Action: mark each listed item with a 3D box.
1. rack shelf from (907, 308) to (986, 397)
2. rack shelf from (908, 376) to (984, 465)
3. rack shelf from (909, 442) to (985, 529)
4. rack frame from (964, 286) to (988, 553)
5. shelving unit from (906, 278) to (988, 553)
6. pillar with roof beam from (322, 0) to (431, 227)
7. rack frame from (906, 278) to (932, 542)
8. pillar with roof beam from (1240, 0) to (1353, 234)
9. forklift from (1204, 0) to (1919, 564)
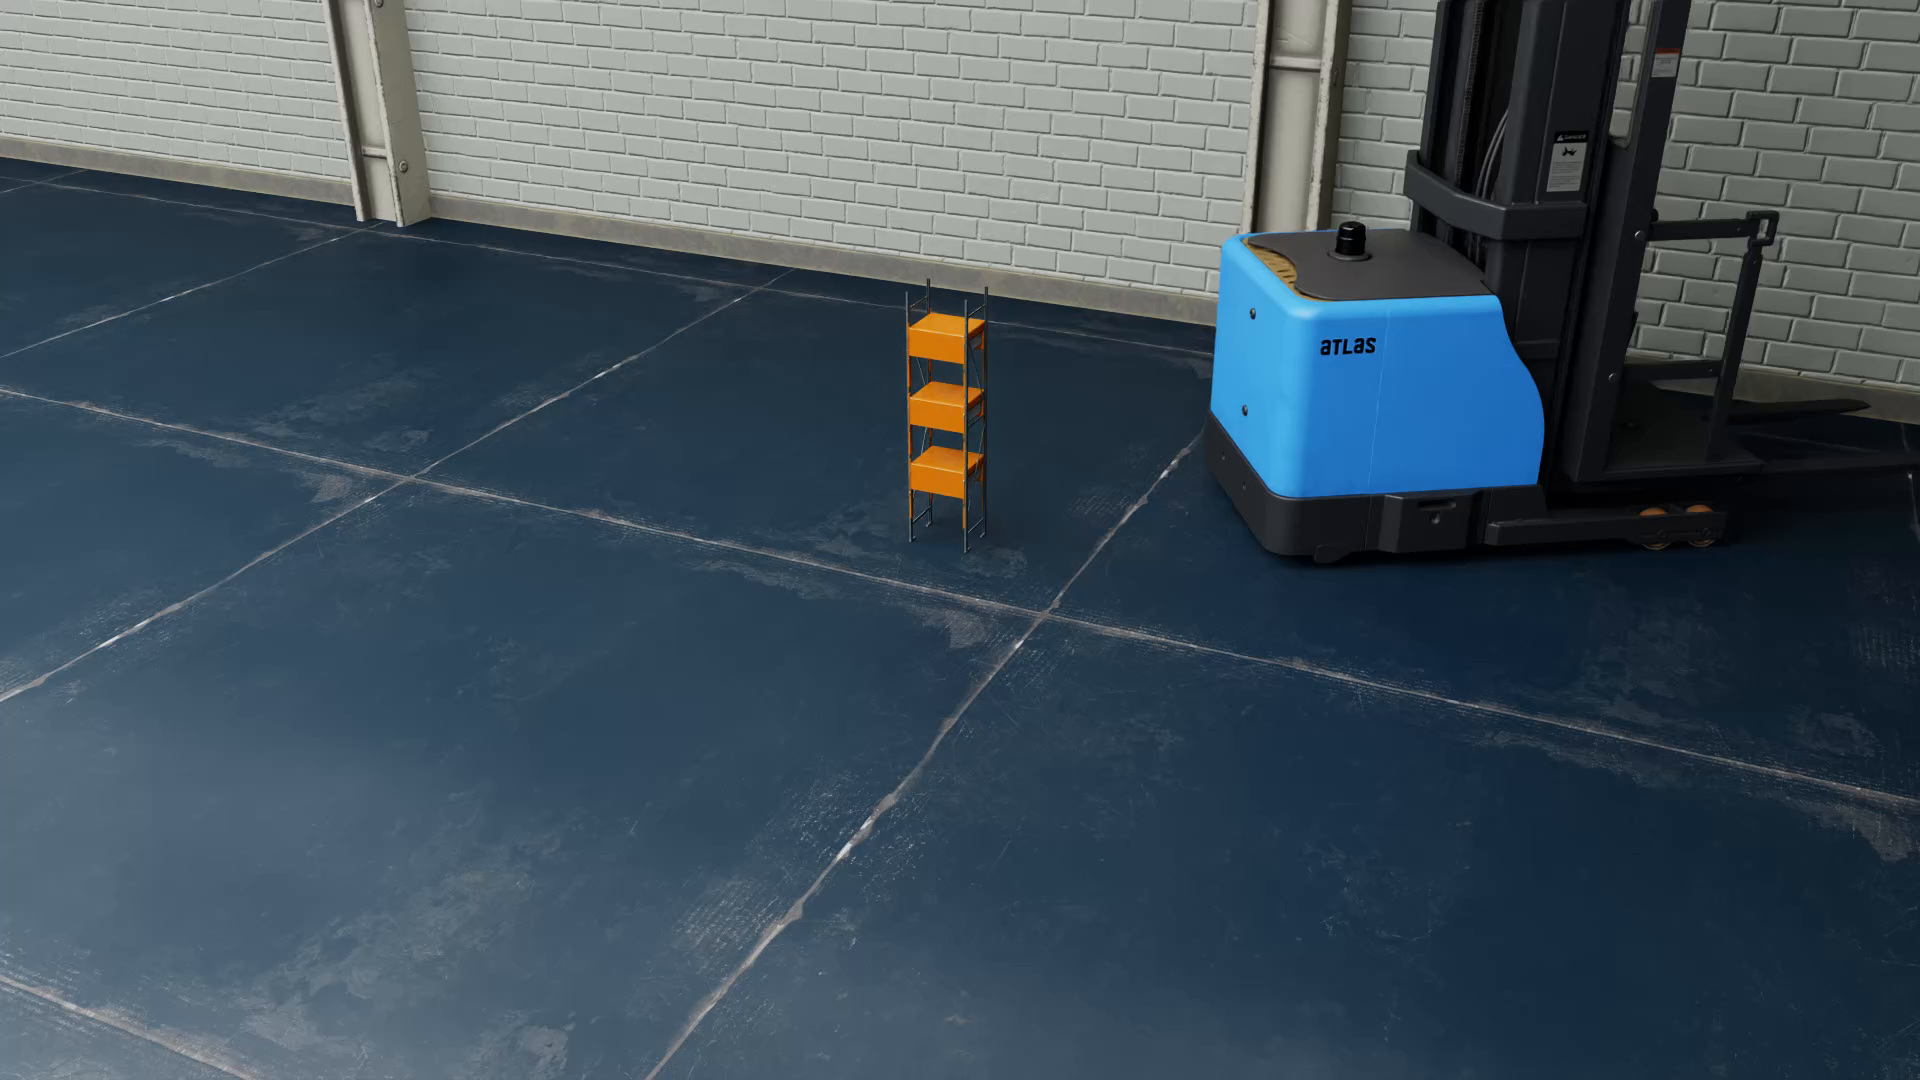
[{"bbox_3d":[-0.049,-0.726,6.417,0.240,0.259,0.215,11,28,22],"label":"rack shelf"},{"bbox_3d":[-0.049,-0.471,6.543,0.240,0.259,0.215,11,28,22],"label":"rack shelf"},{"bbox_3d":[-0.049,-0.222,6.665,0.240,0.259,0.215,11,28,22],"label":"rack shelf"},{"bbox_3d":[0.062,-0.458,6.493,0.008,1.050,0.200,11,28,22],"label":"rack frame"},{"bbox_3d":[-0.049,-0.481,6.538,0.252,1.050,0.215,11,28,22],"label":"shelving unit"},{"bbox_3d":[-5.557,-4.461,5.622,0.400,9.000,9.100,11,28,22],"label":"pillar with roof beam"},{"bbox_3d":[-0.160,-0.503,6.583,0.008,1.050,0.200,11,28,22],"label":"rack frame"},{"bbox_3d":[-0.095,-3.364,3.394,0.400,9.000,9.100,11,28,22],"label":"pillar with roof beam"},{"bbox_3d":[2.629,-1.504,6.486,3.031,2.935,1.130,-4,26,-7],"label":"forklift"}]
